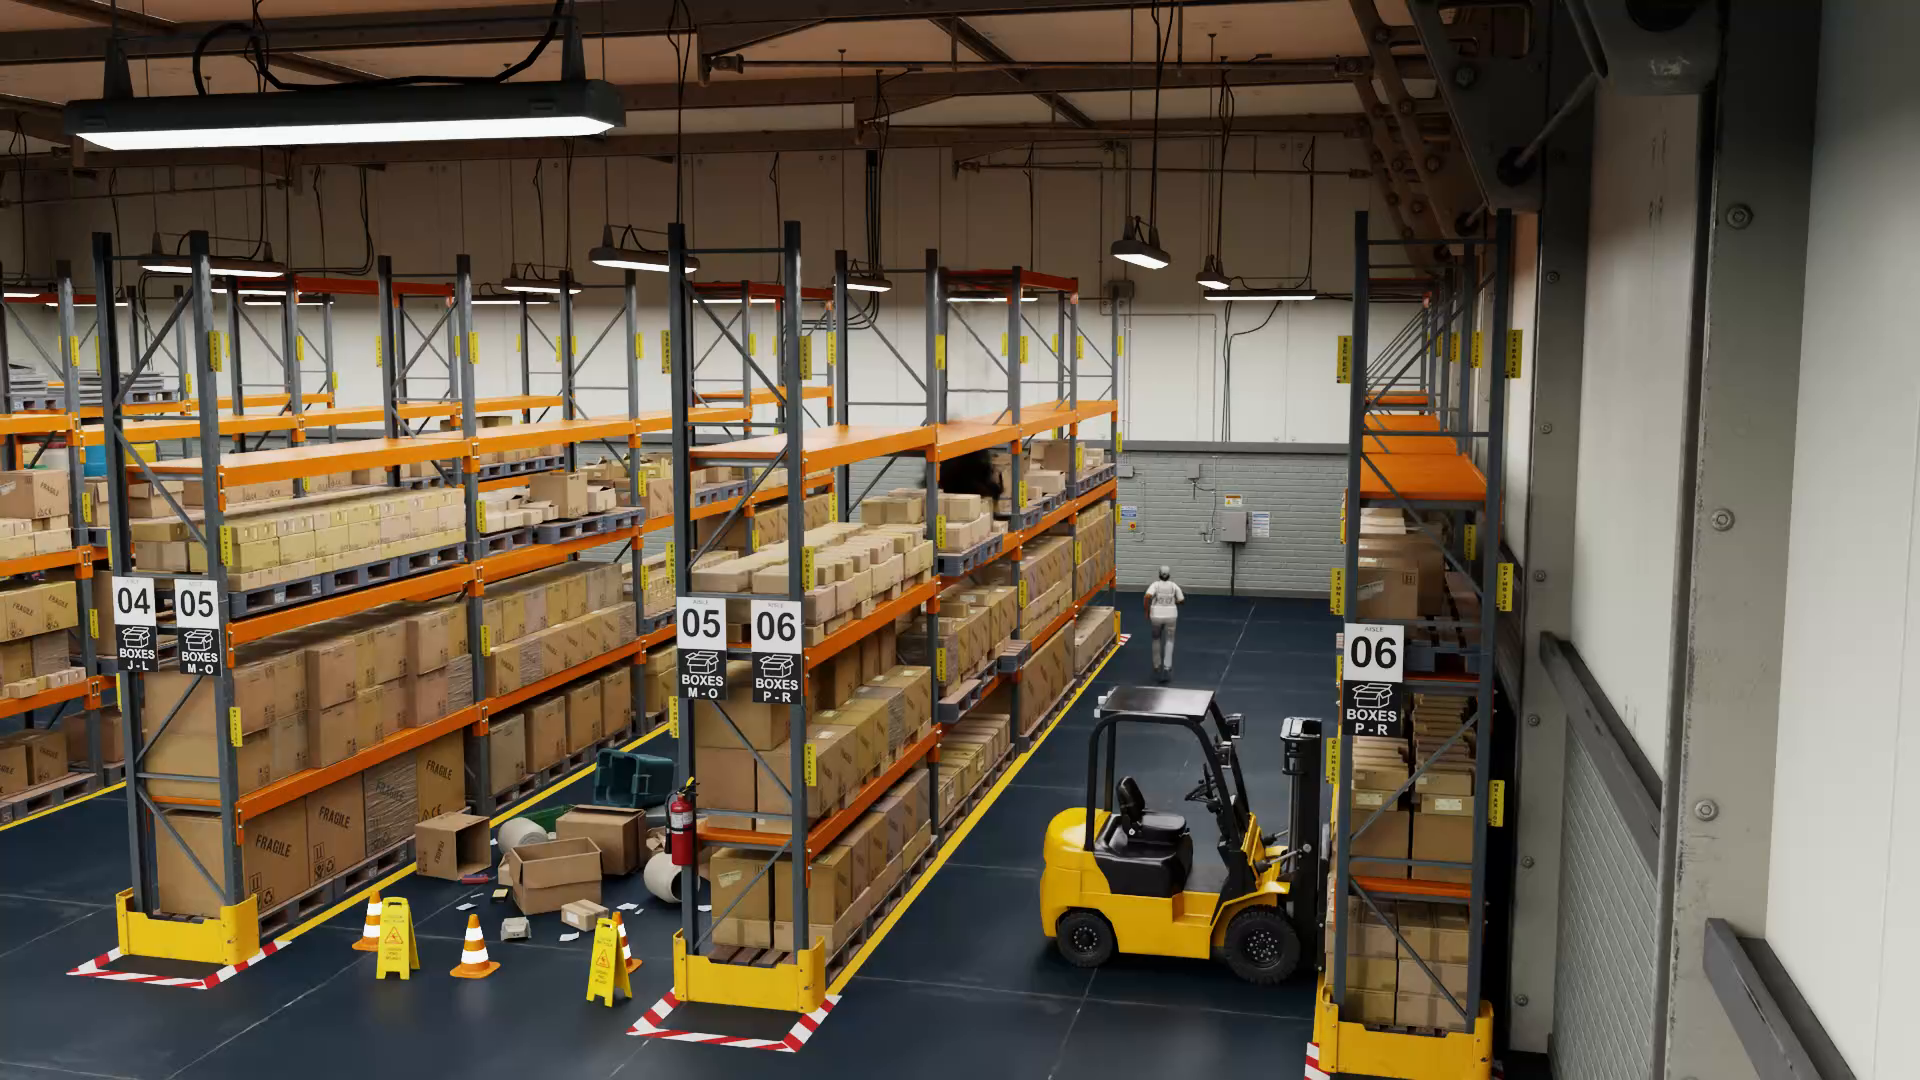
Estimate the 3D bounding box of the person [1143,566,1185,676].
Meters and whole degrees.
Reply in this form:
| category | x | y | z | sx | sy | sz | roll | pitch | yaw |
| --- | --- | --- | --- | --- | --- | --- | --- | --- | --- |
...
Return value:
| category | x | y | z | sx | sy | sz | roll | pitch | yaw |
| --- | --- | --- | --- | --- | --- | --- | --- | --- | --- |
| person | 3.103 | 1.254 | 25.304 | 0.631 | 1.717 | 0.810 | 1 | 7 | 7 |
